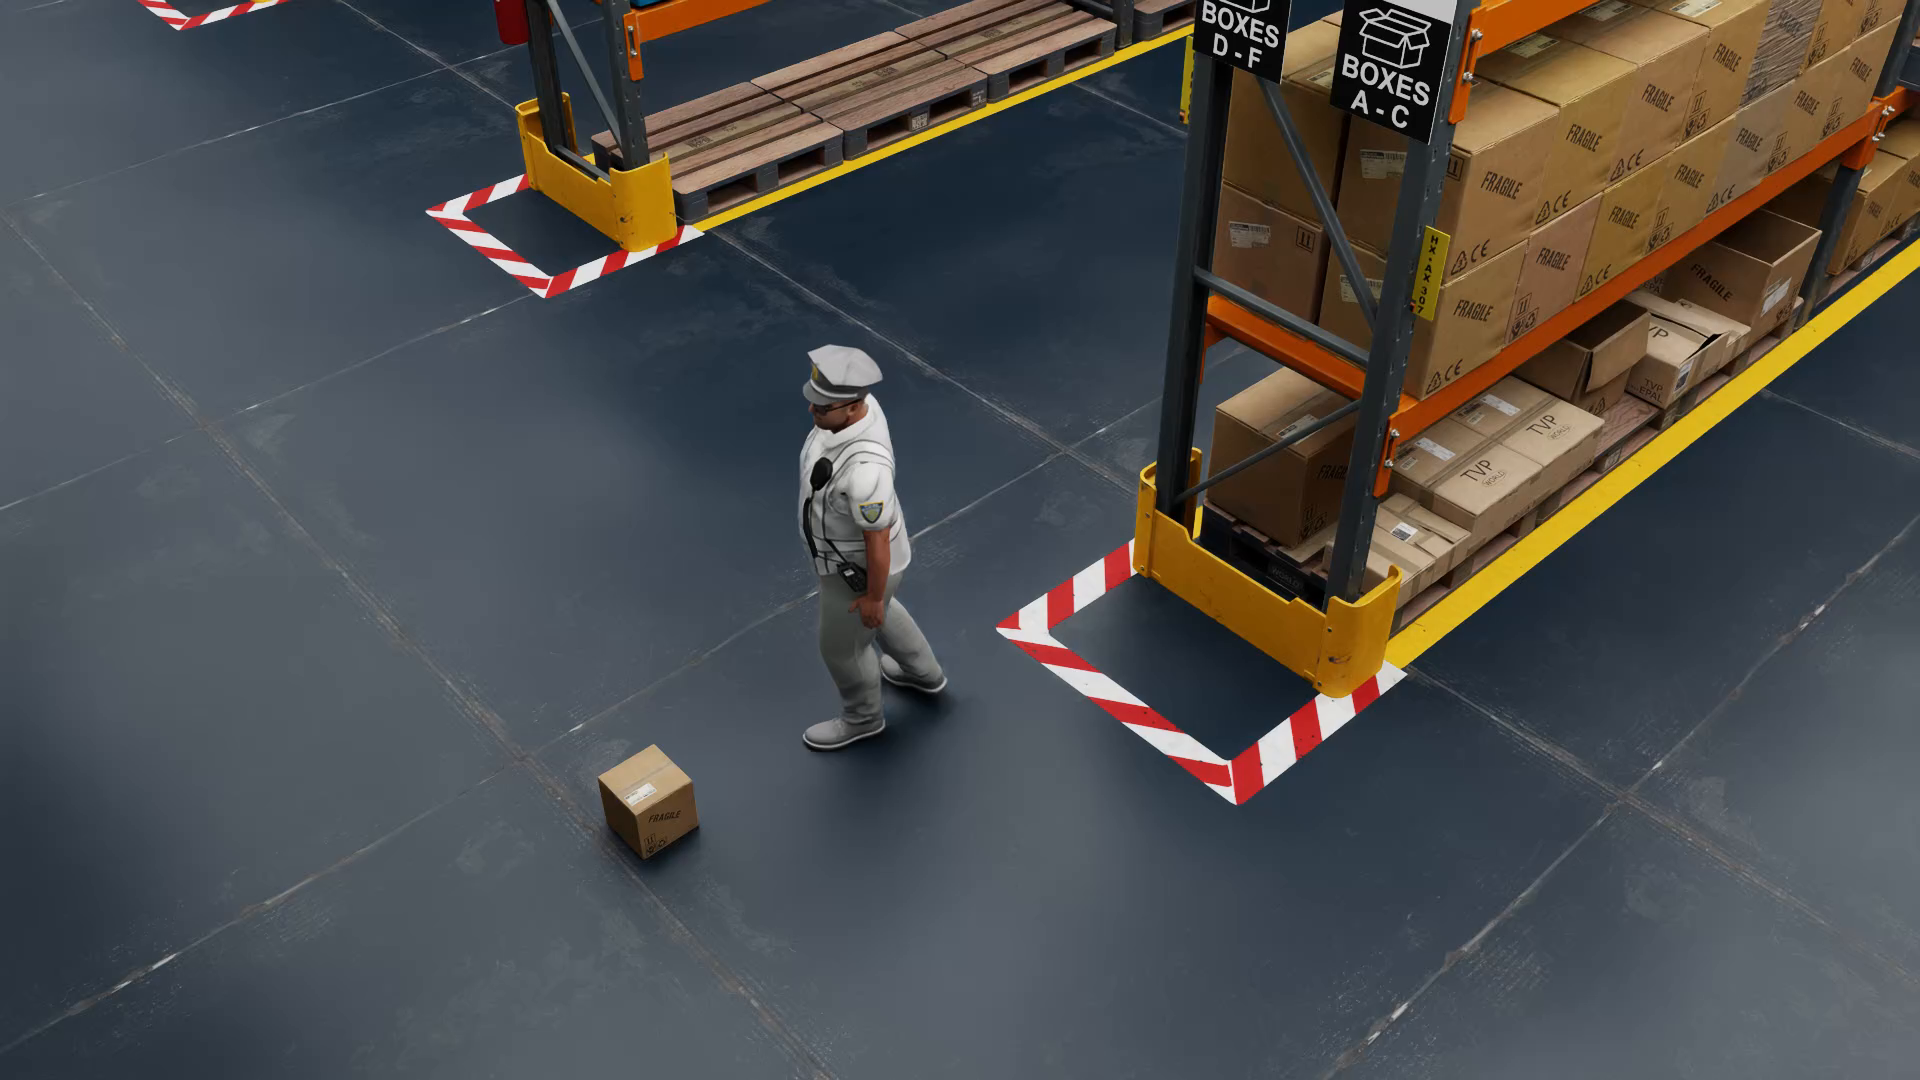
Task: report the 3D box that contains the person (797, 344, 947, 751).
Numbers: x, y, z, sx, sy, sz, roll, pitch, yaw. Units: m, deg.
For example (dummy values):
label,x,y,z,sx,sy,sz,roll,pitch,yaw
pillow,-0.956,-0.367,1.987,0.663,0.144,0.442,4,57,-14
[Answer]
label,x,y,z,sx,sy,sz,roll,pitch,yaw
person,-0.335,0.033,6.099,0.591,1.756,0.565,-4,40,-5
